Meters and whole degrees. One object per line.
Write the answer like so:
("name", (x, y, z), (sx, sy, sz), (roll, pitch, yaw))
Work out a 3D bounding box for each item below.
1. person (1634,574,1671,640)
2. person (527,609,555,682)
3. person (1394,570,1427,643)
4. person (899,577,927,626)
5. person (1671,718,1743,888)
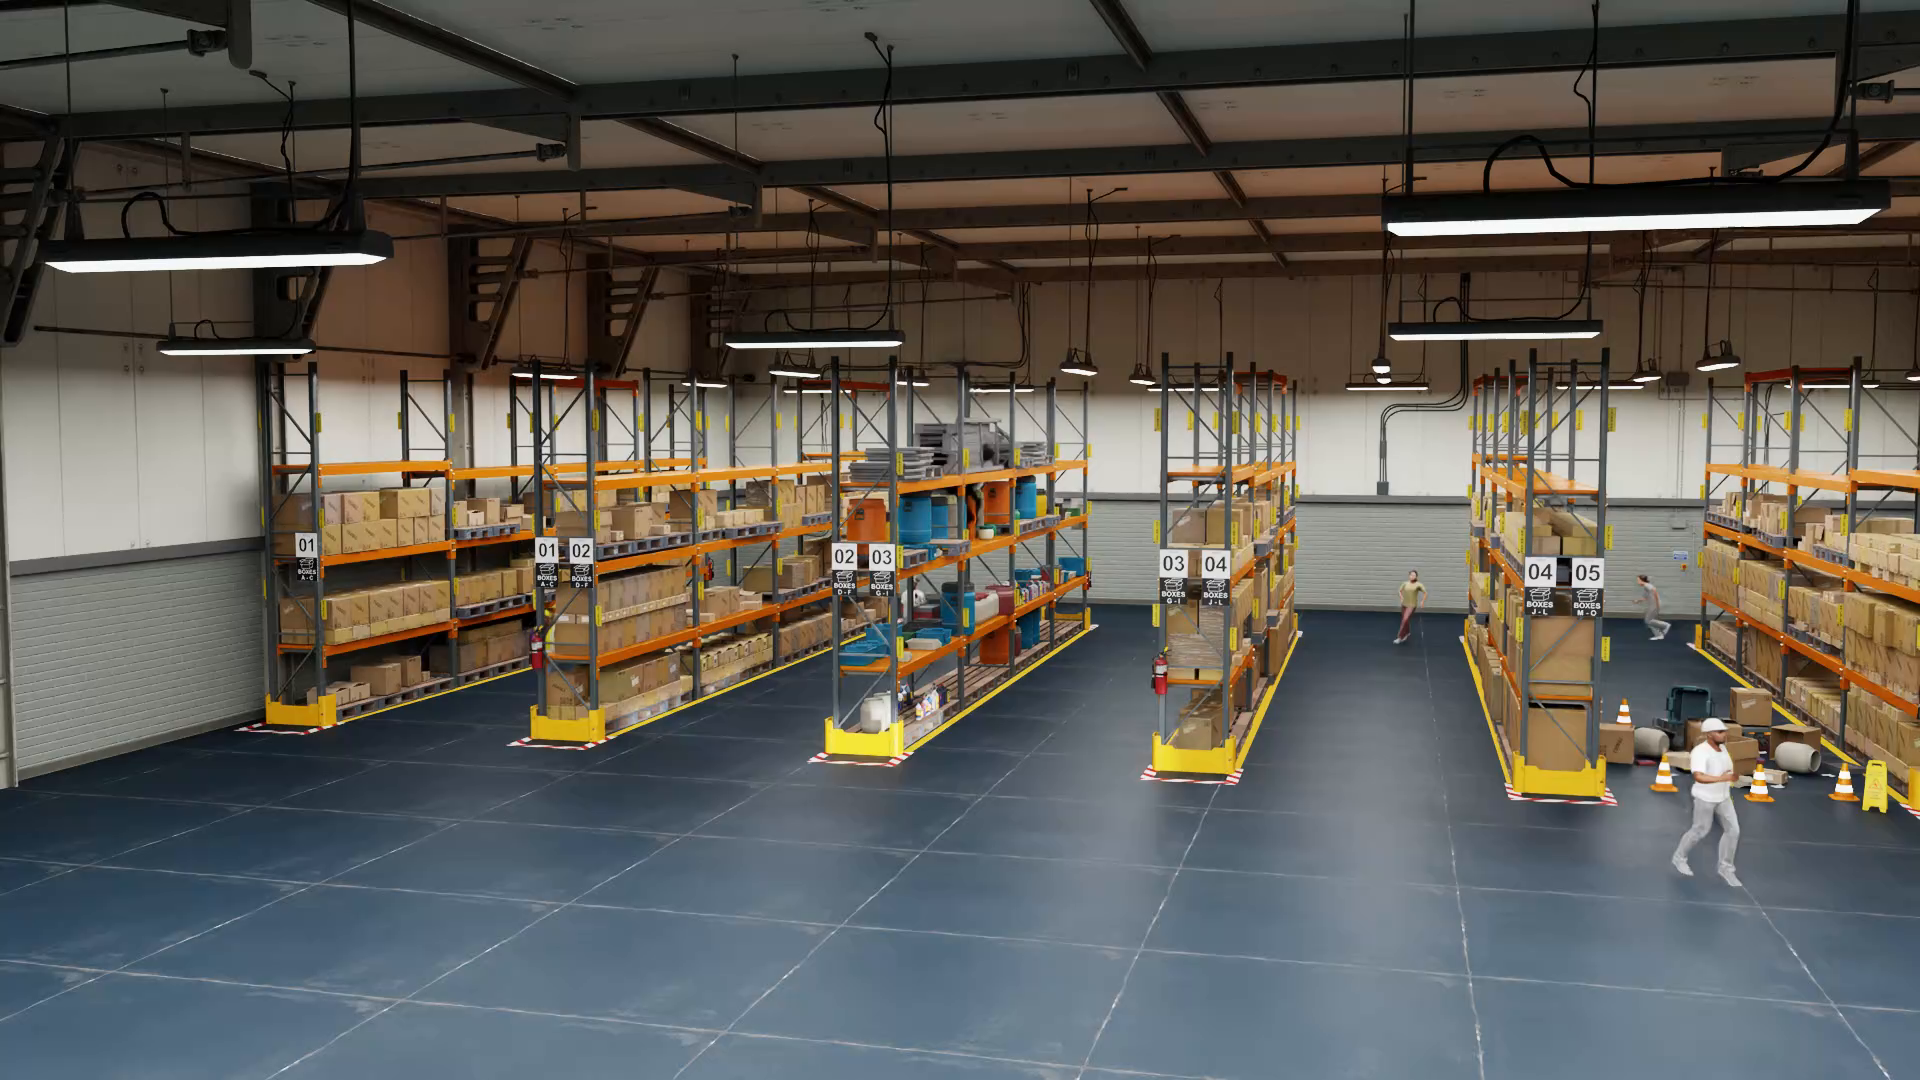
("person", (15.984, 1.557, 38.372), (0.802, 1.516, 0.572), (2, 4, 21))
("person", (-7.259, 2.081, 29.099), (0.685, 1.723, 0.623), (1, 4, 7))
("person", (10.197, 1.498, 37.695), (0.628, 1.638, 0.923), (3, 5, 40))
("person", (-0.941, 1.549, 33.455), (0.582, 1.660, 0.584), (1, 4, 15))
("person", (8.157, 2.844, 18.105), (0.720, 1.831, 0.787), (-2, 5, -31))
